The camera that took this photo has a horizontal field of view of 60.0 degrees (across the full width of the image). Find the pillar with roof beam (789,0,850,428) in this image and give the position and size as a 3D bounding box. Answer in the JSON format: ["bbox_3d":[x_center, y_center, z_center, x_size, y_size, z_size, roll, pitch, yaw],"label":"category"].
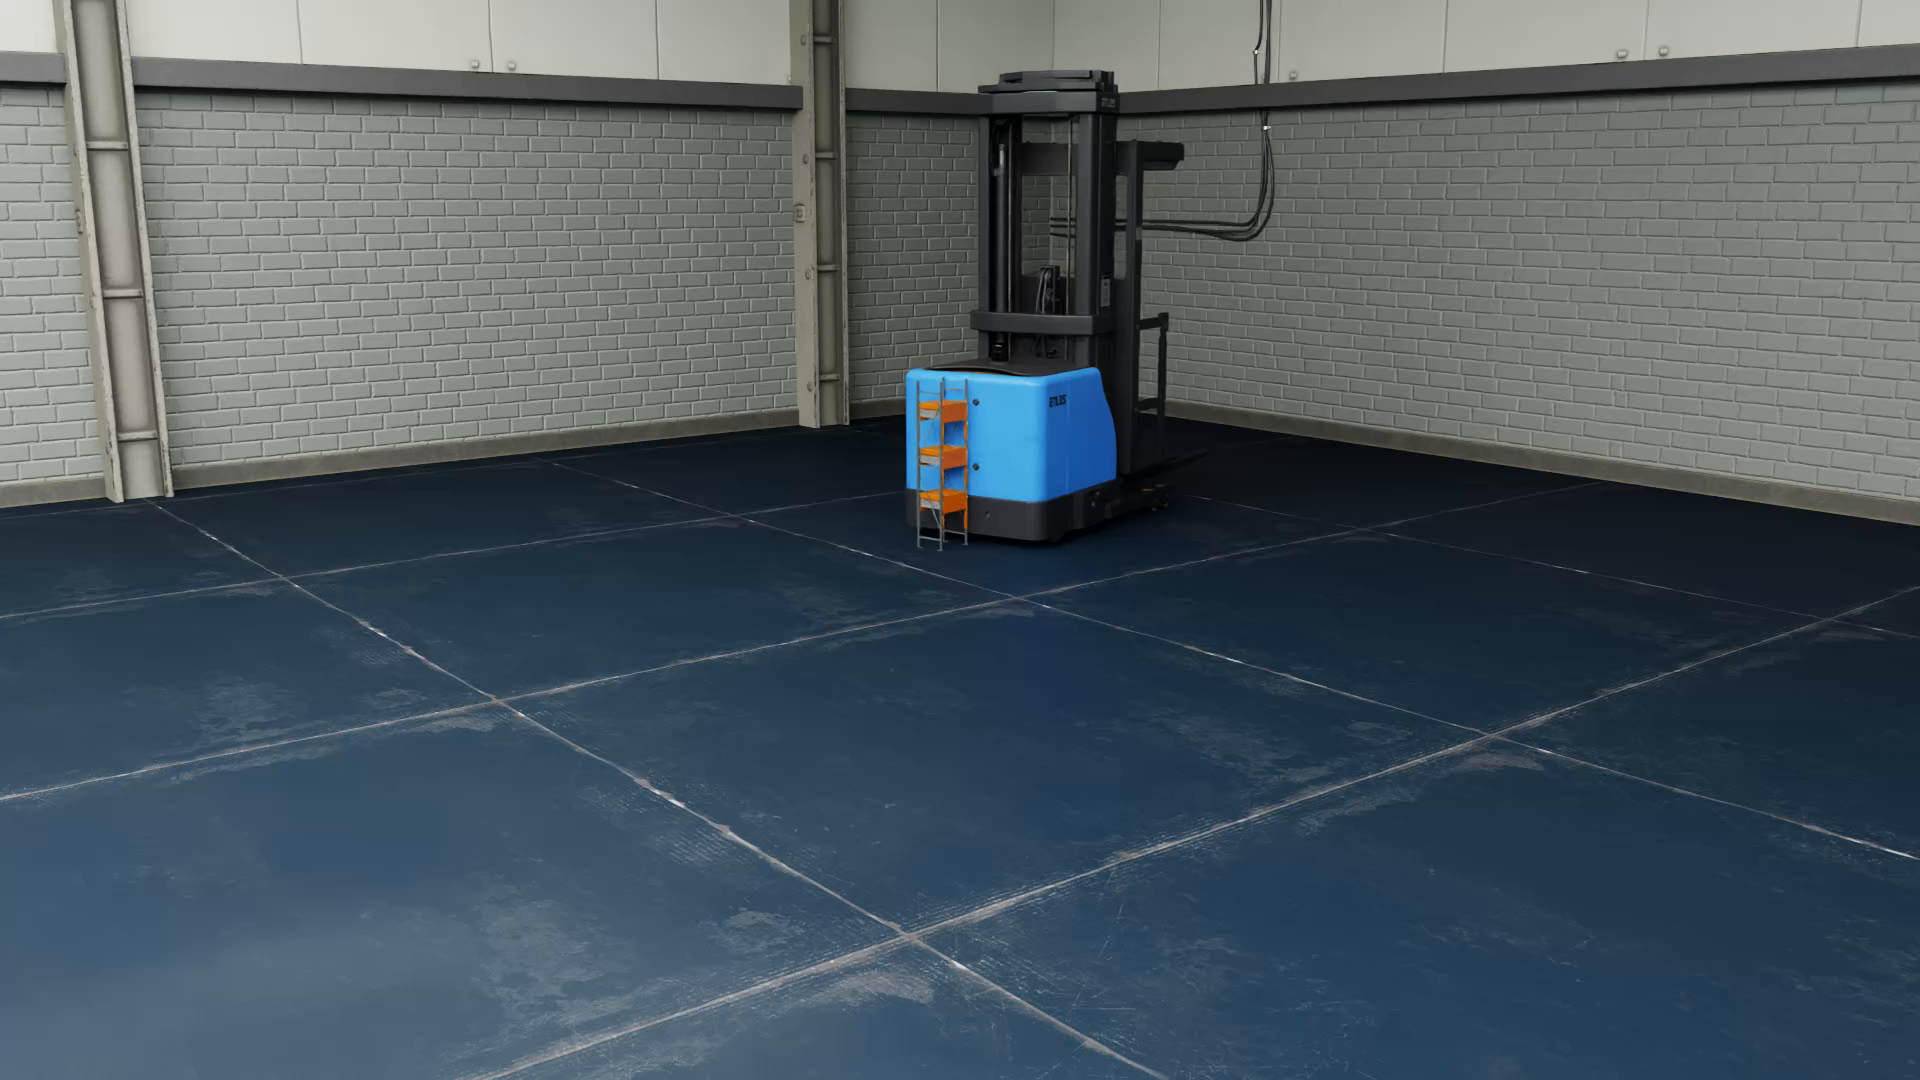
[{"bbox_3d":[1.396,-4.800,11.571,0.400,9.000,9.100,-9,15,-38],"label":"pillar with roof beam"}]

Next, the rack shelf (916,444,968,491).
[{"bbox_3d":[-0.111,-0.461,10.325,0.215,0.259,0.240,10,15,38],"label":"rack shelf"}]

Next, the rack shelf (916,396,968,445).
[{"bbox_3d":[-0.111,-0.739,10.266,0.215,0.259,0.240,10,15,38],"label":"rack shelf"}]

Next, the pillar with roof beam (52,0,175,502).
[{"bbox_3d":[-3.290,-4.022,7.905,0.400,9.000,9.100,-9,15,-38],"label":"pillar with roof beam"}]

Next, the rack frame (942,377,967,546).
[{"bbox_3d":[-0.034,-0.491,10.415,0.200,1.050,0.008,10,15,38],"label":"rack frame"}]

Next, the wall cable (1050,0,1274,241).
[{"bbox_3d":[1.833,-4.148,15.972,0.112,2.526,3.097,-9,15,-38],"label":"wall cable"}]

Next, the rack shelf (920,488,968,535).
[{"bbox_3d":[-0.111,-0.190,10.383,0.215,0.259,0.240,10,15,38],"label":"rack shelf"}]

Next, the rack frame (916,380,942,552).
[{"bbox_3d":[-0.188,-0.452,10.231,0.200,1.050,0.008,10,15,38],"label":"rack frame"}]

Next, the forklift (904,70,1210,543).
[{"bbox_3d":[0.843,-1.674,11.457,1.130,2.935,3.031,7,14,31],"label":"forklift"}]

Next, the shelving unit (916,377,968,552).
[{"bbox_3d":[-0.111,-0.472,10.323,0.215,1.050,0.252,10,15,38],"label":"shelving unit"}]
